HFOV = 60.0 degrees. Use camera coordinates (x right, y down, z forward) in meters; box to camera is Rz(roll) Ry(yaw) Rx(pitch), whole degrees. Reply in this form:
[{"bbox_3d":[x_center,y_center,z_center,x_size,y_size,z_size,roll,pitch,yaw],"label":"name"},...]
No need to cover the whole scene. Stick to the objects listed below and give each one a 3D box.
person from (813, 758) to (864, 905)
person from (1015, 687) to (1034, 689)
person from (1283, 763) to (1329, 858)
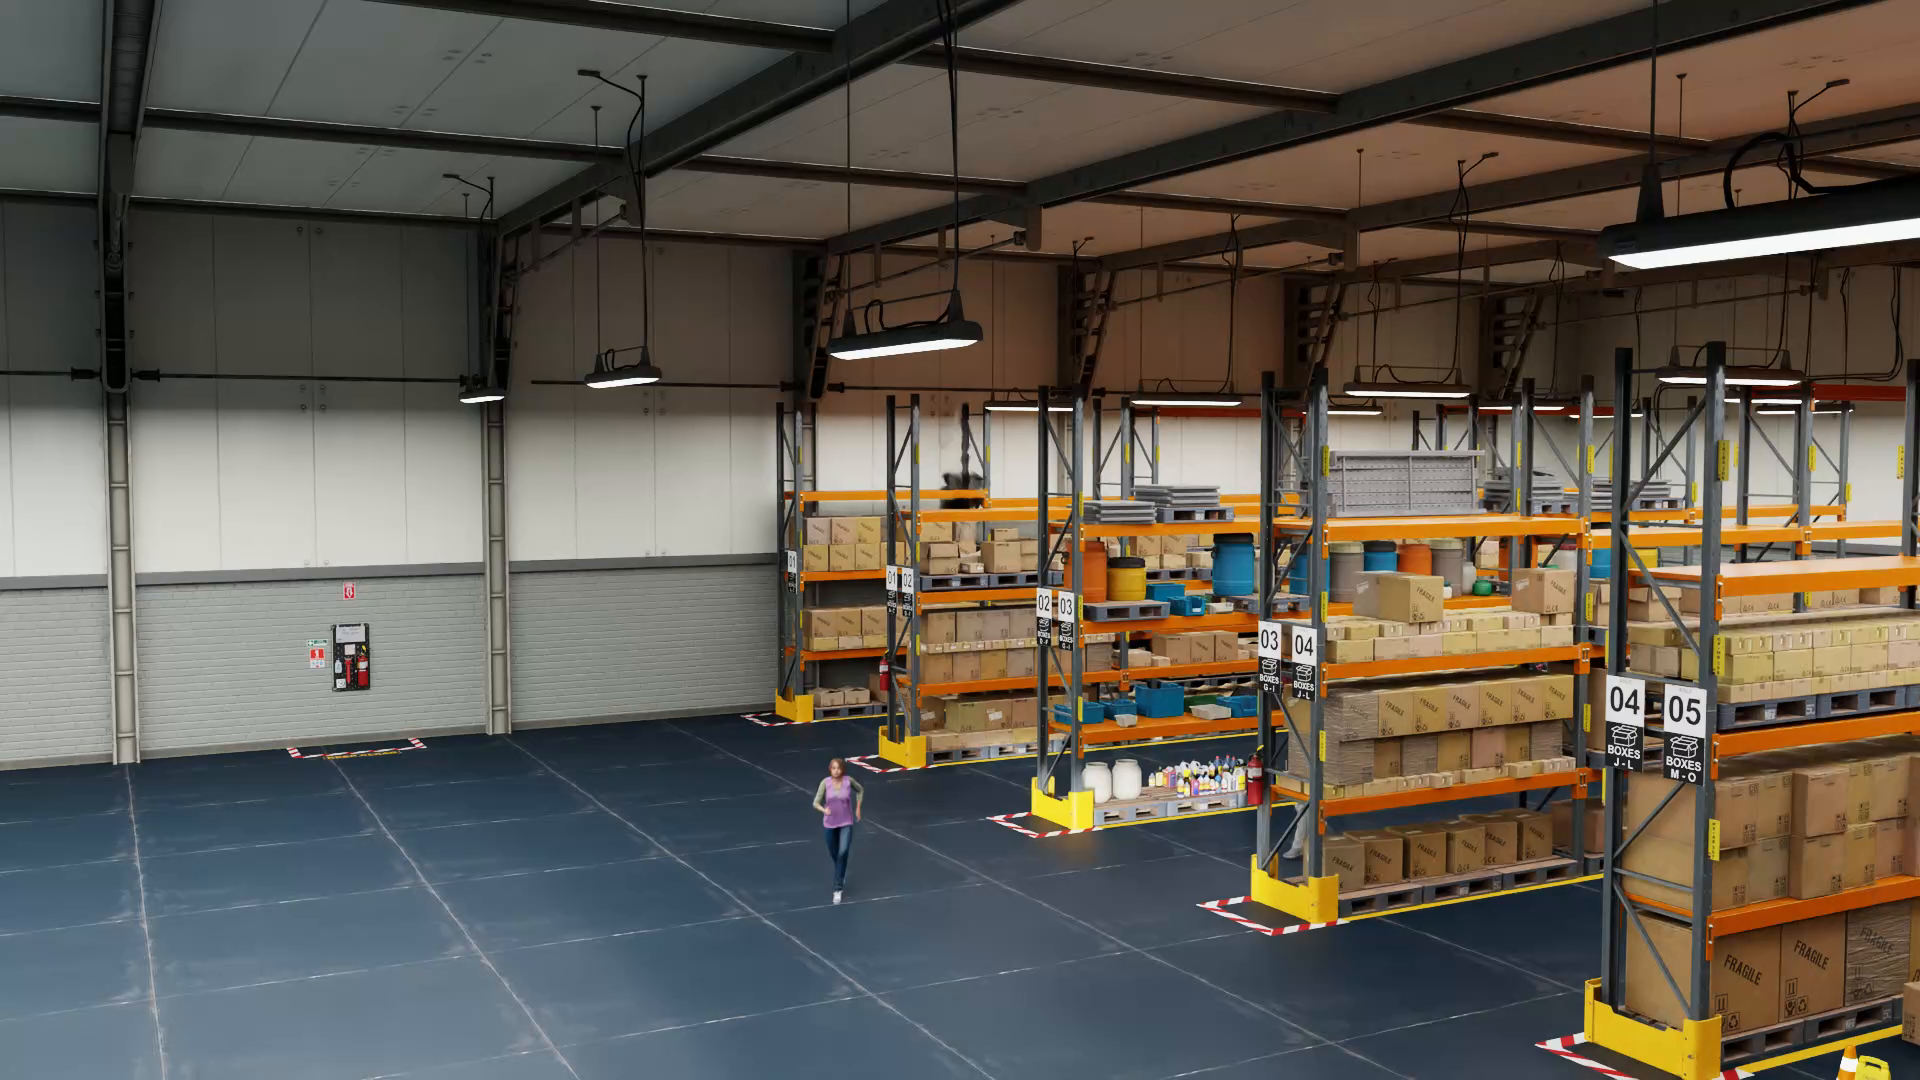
[{"bbox_3d":[-1.394,3.300,19.092,0.569,1.641,0.826,0,3,-2],"label":"person"},{"bbox_3d":[1.143,2.254,30.957,0.819,1.719,0.504,-2,4,-37],"label":"person"},{"bbox_3d":[4.397,3.127,21.007,0.941,1.651,0.607,-2,4,-34],"label":"person"}]
